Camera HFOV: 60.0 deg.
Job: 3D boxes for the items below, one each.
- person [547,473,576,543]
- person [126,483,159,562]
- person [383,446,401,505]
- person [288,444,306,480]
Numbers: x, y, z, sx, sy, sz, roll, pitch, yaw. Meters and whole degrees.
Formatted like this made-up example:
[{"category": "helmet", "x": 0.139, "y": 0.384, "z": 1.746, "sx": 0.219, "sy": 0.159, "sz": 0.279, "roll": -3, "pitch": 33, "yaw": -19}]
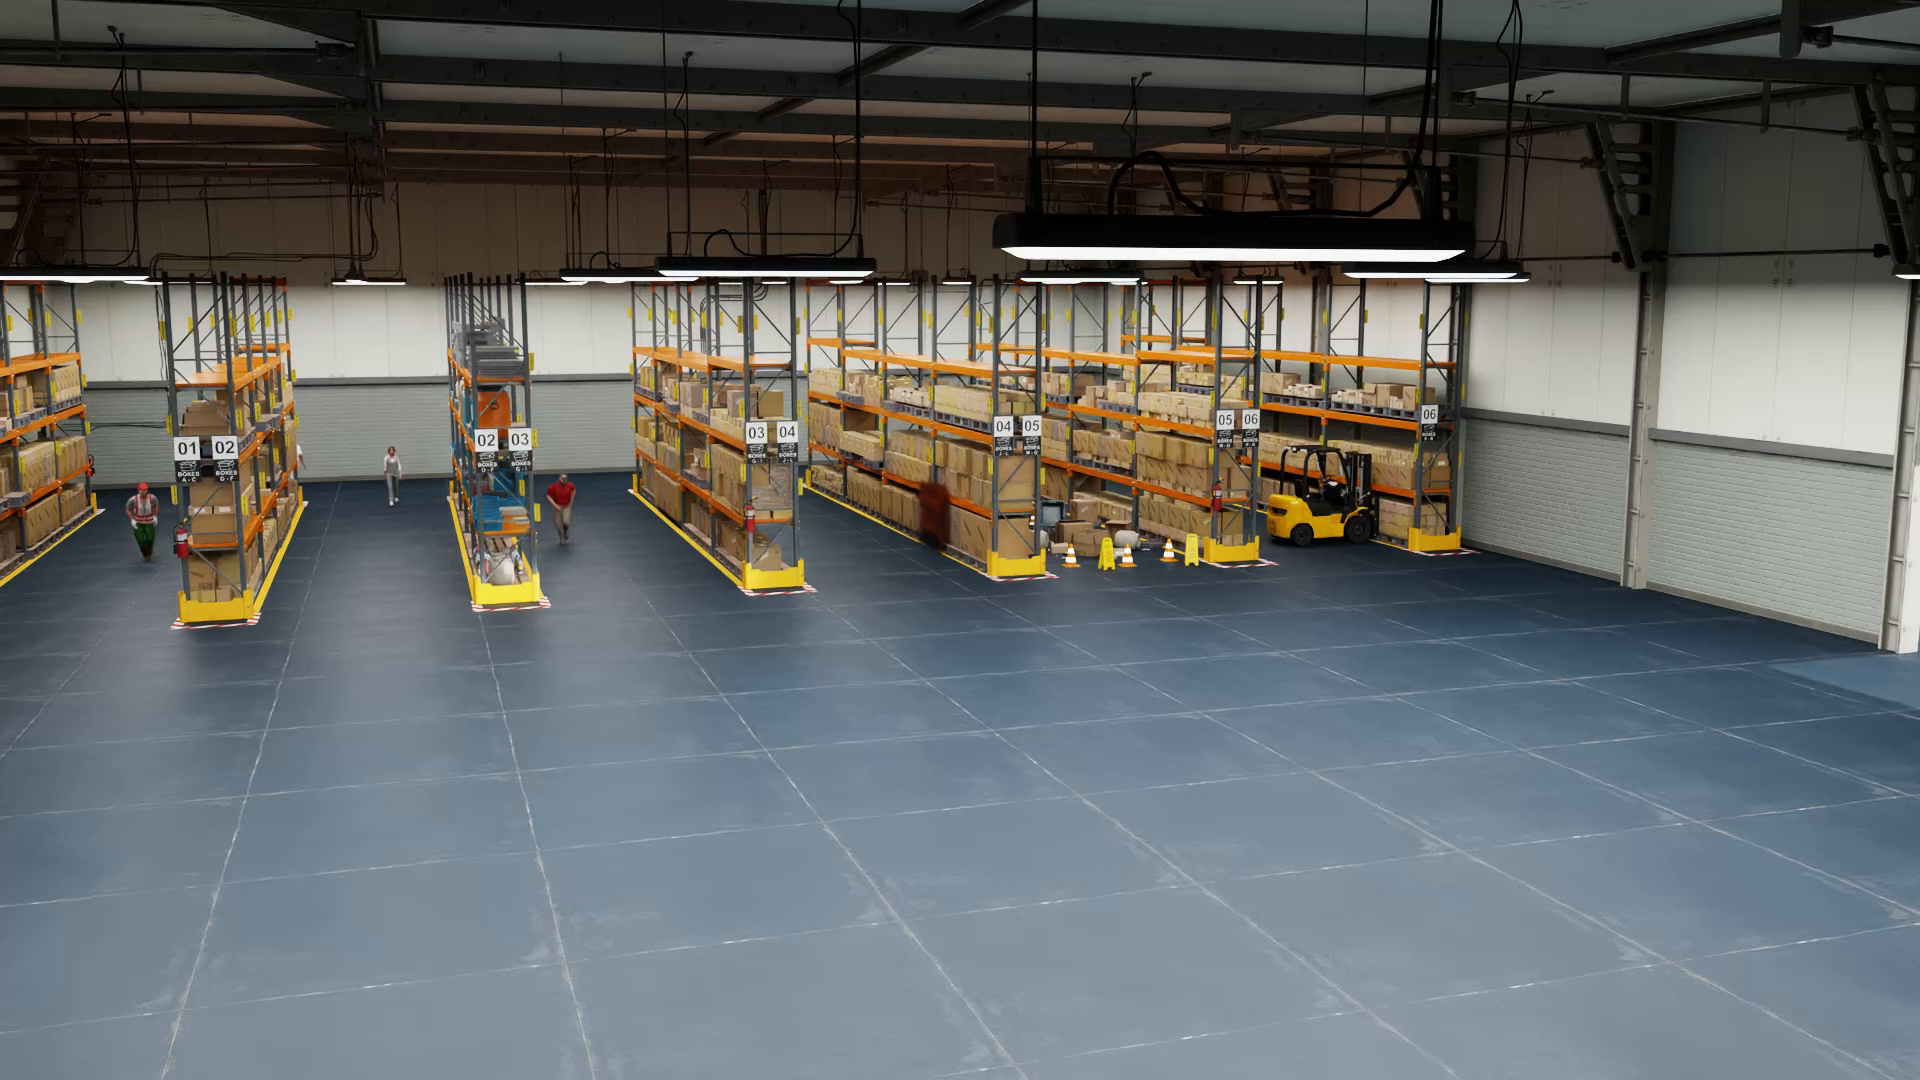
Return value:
[{"category": "person", "x": -8.969, "y": -0.715, "z": 37.445, "sx": 0.618, "sy": 1.628, "sz": 0.719, "roll": -1, "pitch": 9, "yaw": -9}, {"category": "person", "x": -17.217, "y": -0.382, "z": 35.054, "sx": 0.623, "sy": 1.693, "sz": 0.720, "roll": -4, "pitch": 9, "yaw": -22}, {"category": "person", "x": -15.096, "y": -1.729, "z": 44.238, "sx": 0.445, "sy": 1.540, "sz": 0.969, "roll": -3, "pitch": 9, "yaw": -20}, {"category": "person", "x": -18.473, "y": -2.078, "z": 46.012, "sx": 1.121, "sy": 1.703, "sz": 0.608, "roll": 7, "pitch": 11, "yaw": 37}]
